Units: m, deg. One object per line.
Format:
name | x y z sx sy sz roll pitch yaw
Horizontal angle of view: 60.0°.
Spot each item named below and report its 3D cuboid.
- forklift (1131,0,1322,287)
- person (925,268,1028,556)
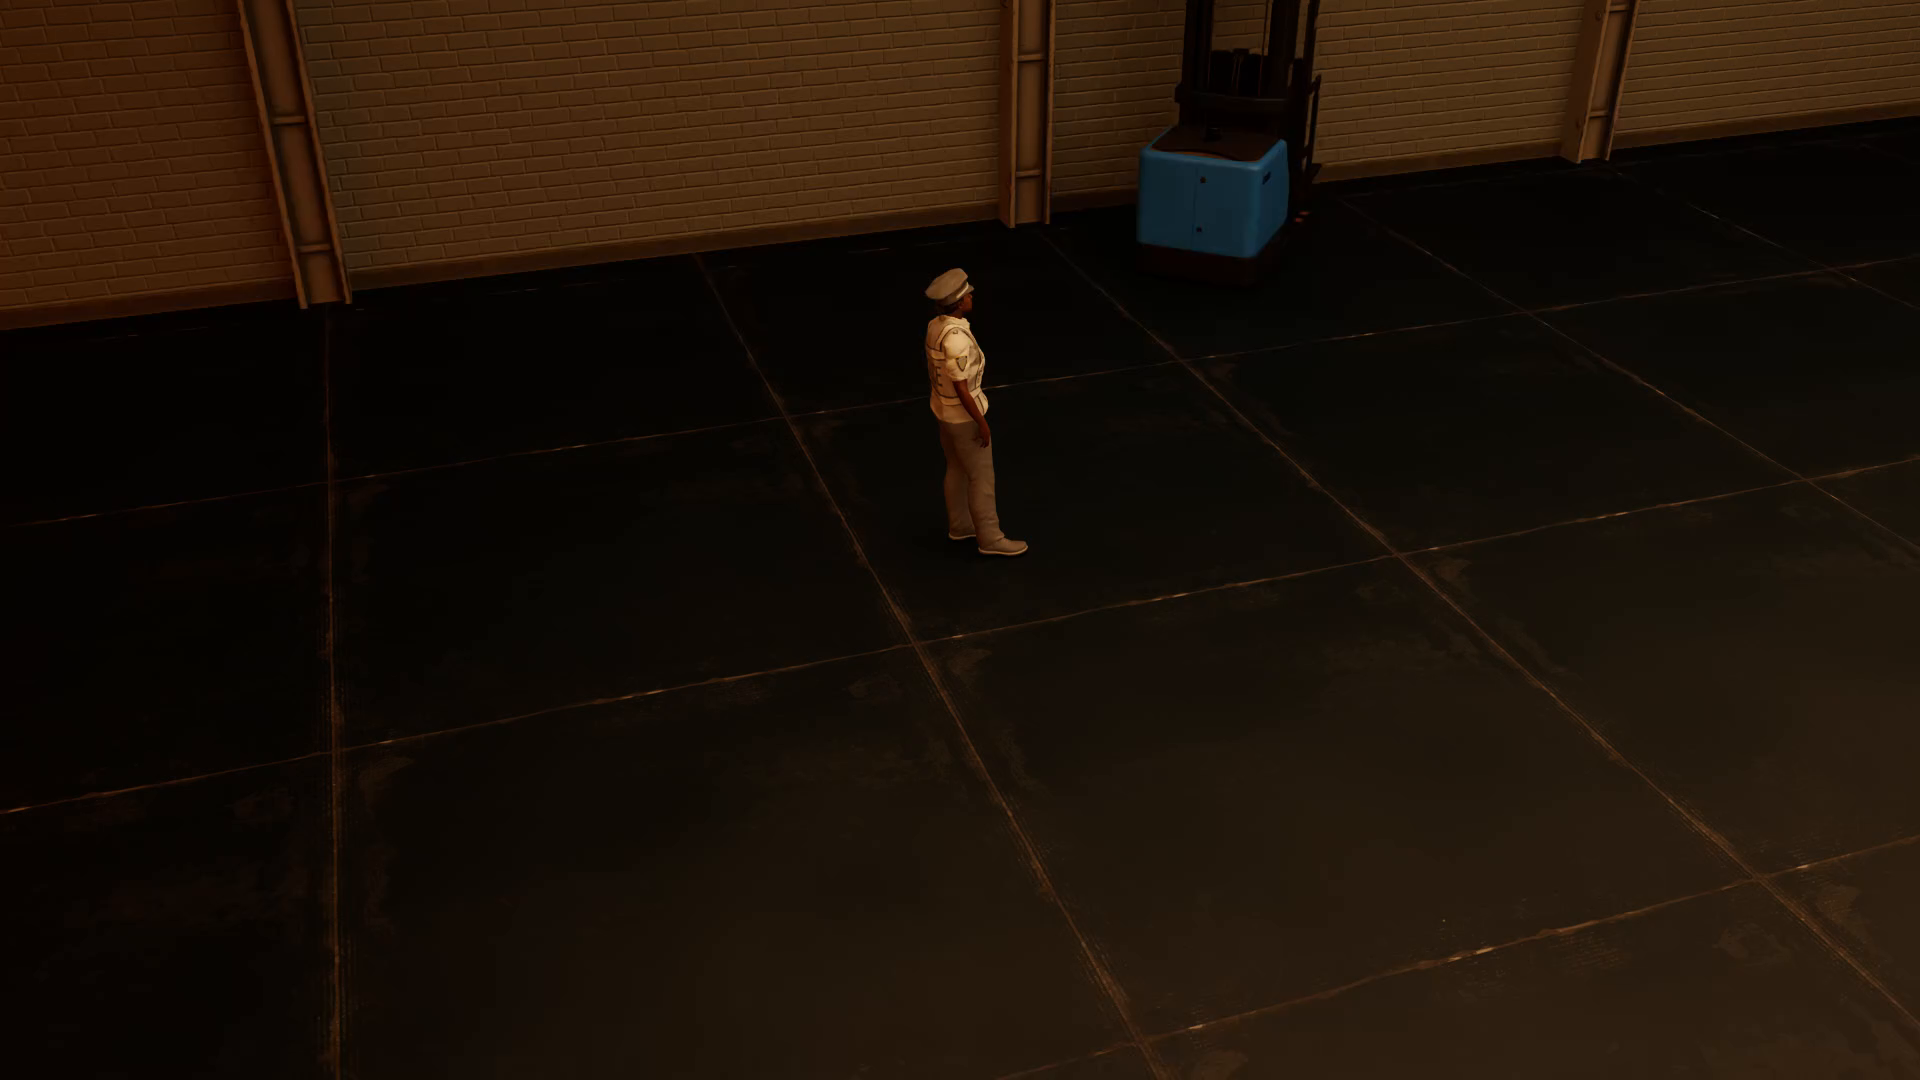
forklift | 2.496 -4.029 14.090 1.130 2.935 3.031 13 32 21
person | 0.077 -0.743 9.604 0.530 1.694 0.569 -10 31 -16
